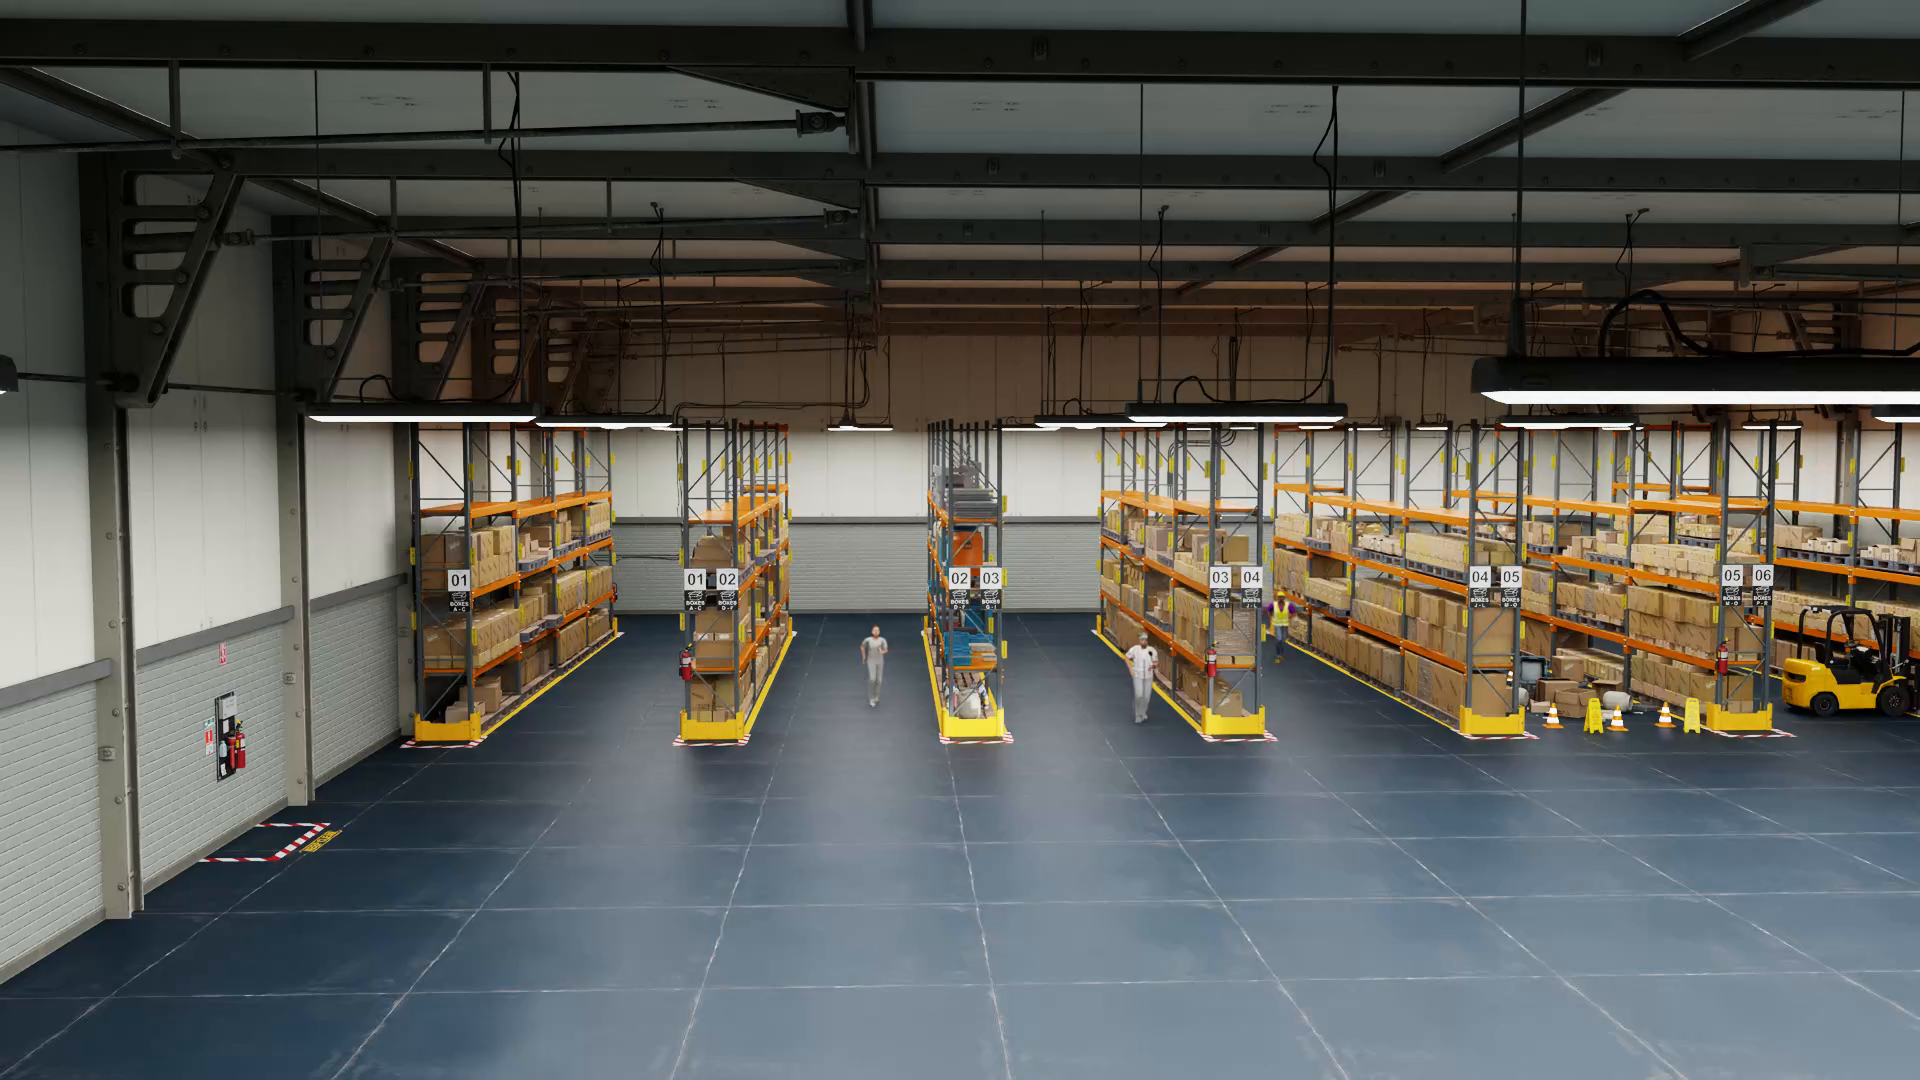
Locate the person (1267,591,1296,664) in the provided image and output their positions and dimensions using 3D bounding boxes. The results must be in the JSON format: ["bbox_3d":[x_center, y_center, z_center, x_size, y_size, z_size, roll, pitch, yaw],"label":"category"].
[{"bbox_3d":[8.042,2.181,41.560,0.686,1.821,0.785,0,4,0],"label":"person"}]

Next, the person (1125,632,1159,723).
[{"bbox_3d":[3.630,2.750,33.016,0.650,1.858,0.671,0,4,-5],"label":"person"}]

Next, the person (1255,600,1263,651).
[{"bbox_3d":[7.793,2.071,44.236,0.582,1.706,0.832,0,4,5],"label":"person"}]

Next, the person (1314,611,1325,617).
[{"bbox_3d":[10.330,1.724,48.843,0.728,1.729,0.904,-3,4,-36],"label":"person"}]

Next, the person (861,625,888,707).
[{"bbox_3d":[-1.791,2.643,35.065,0.531,1.720,0.738,-1,4,-13],"label":"person"}]
